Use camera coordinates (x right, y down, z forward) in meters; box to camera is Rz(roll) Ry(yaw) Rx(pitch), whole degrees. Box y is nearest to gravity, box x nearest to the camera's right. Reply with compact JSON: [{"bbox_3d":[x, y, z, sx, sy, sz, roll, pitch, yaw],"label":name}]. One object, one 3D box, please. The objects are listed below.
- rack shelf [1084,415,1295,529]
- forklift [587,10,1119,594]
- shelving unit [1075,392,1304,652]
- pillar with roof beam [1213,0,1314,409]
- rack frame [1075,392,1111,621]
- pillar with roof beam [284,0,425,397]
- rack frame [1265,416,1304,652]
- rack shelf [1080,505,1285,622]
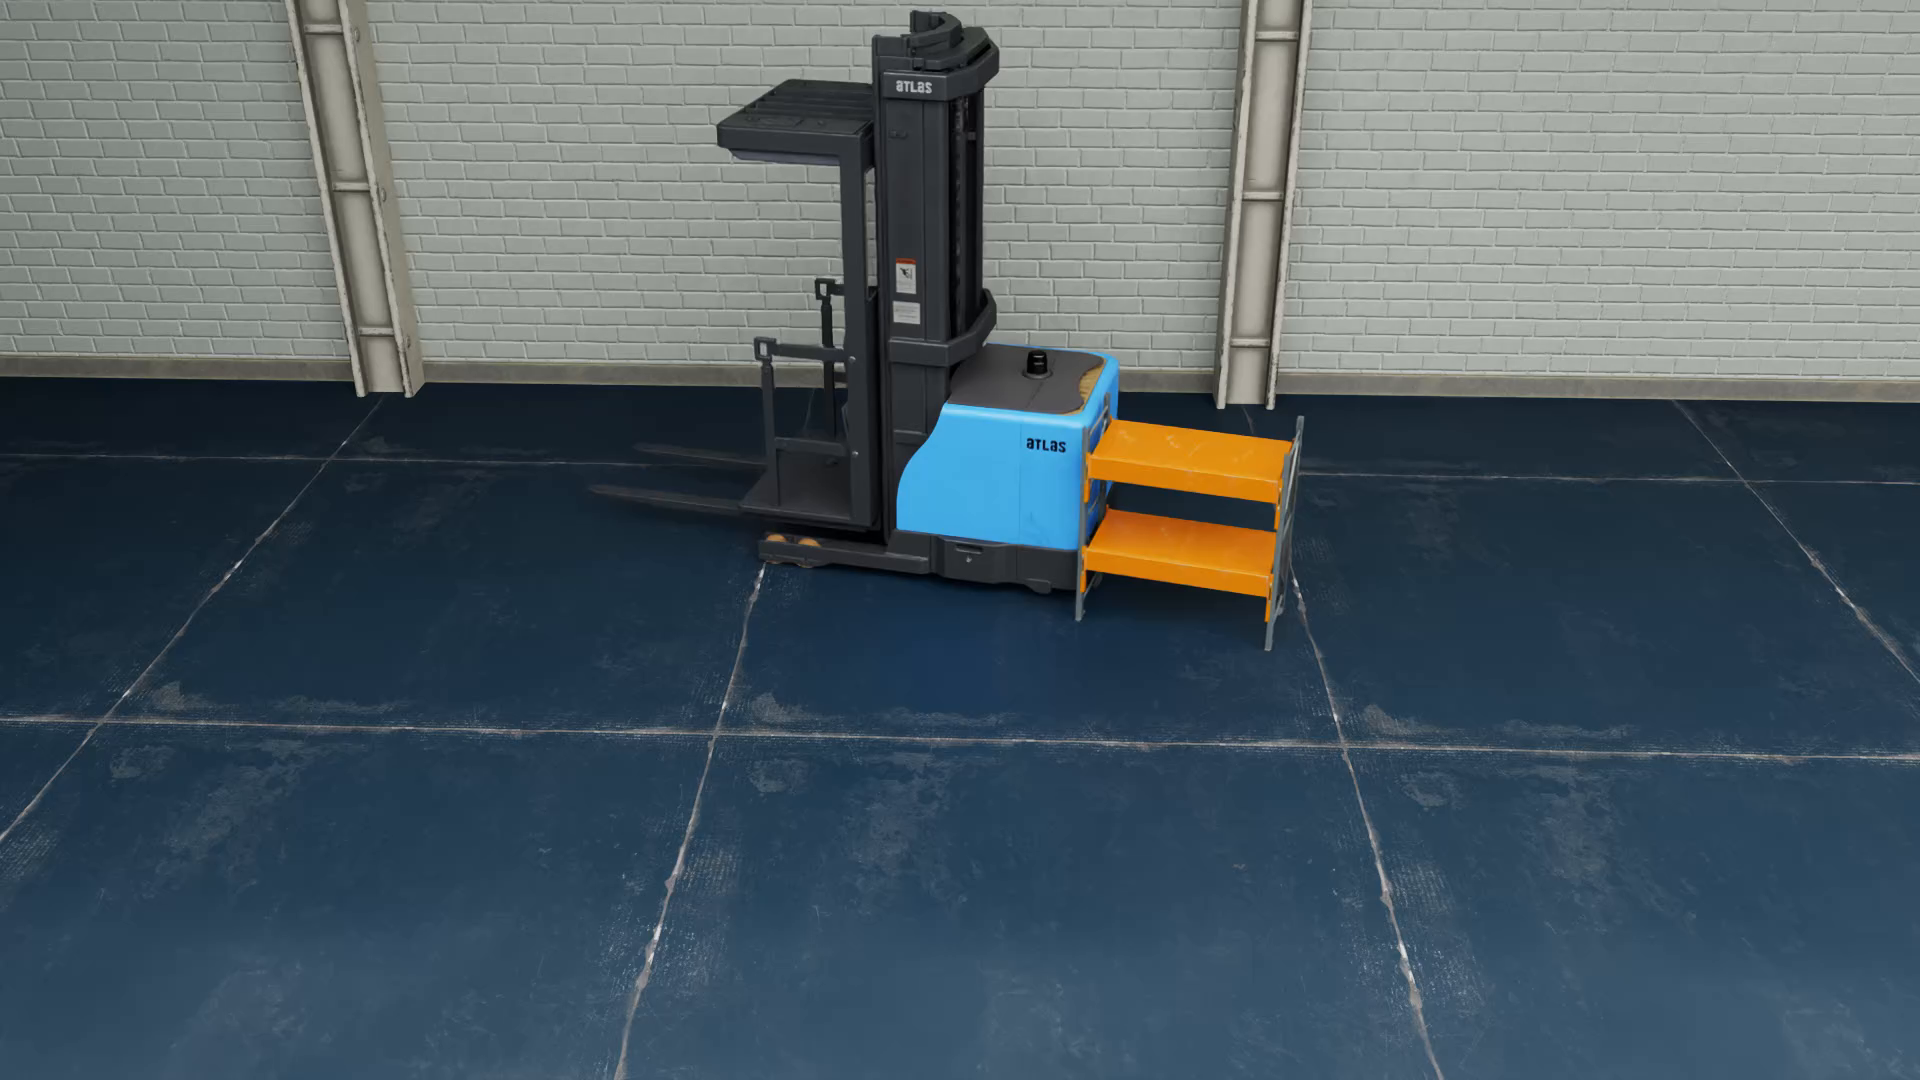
[{"bbox_3d":[1.195,-0.361,8.605,1.000,0.278,0.538,9,29,16],"label":"rack shelf"},{"bbox_3d":[-0.658,-1.364,9.195,3.031,2.935,1.130,7,29,13],"label":"forklift"},{"bbox_3d":[1.195,-0.102,8.742,1.048,1.125,0.538,9,29,16],"label":"shelving unit"},{"bbox_3d":[1.820,-2.937,5.682,0.400,9.000,9.100,1,28,2],"label":"pillar with roof beam"},{"bbox_3d":[0.711,-0.176,8.880,0.032,1.125,0.500,9,29,16],"label":"rack frame"},{"bbox_3d":[-4.176,-3.036,5.869,0.400,9.000,9.100,1,28,2],"label":"pillar with roof beam"},{"bbox_3d":[1.678,-0.029,8.603,0.032,1.125,0.500,9,29,16],"label":"rack frame"},{"bbox_3d":[1.195,0.114,8.856,1.000,0.278,0.538,9,29,16],"label":"rack shelf"}]
